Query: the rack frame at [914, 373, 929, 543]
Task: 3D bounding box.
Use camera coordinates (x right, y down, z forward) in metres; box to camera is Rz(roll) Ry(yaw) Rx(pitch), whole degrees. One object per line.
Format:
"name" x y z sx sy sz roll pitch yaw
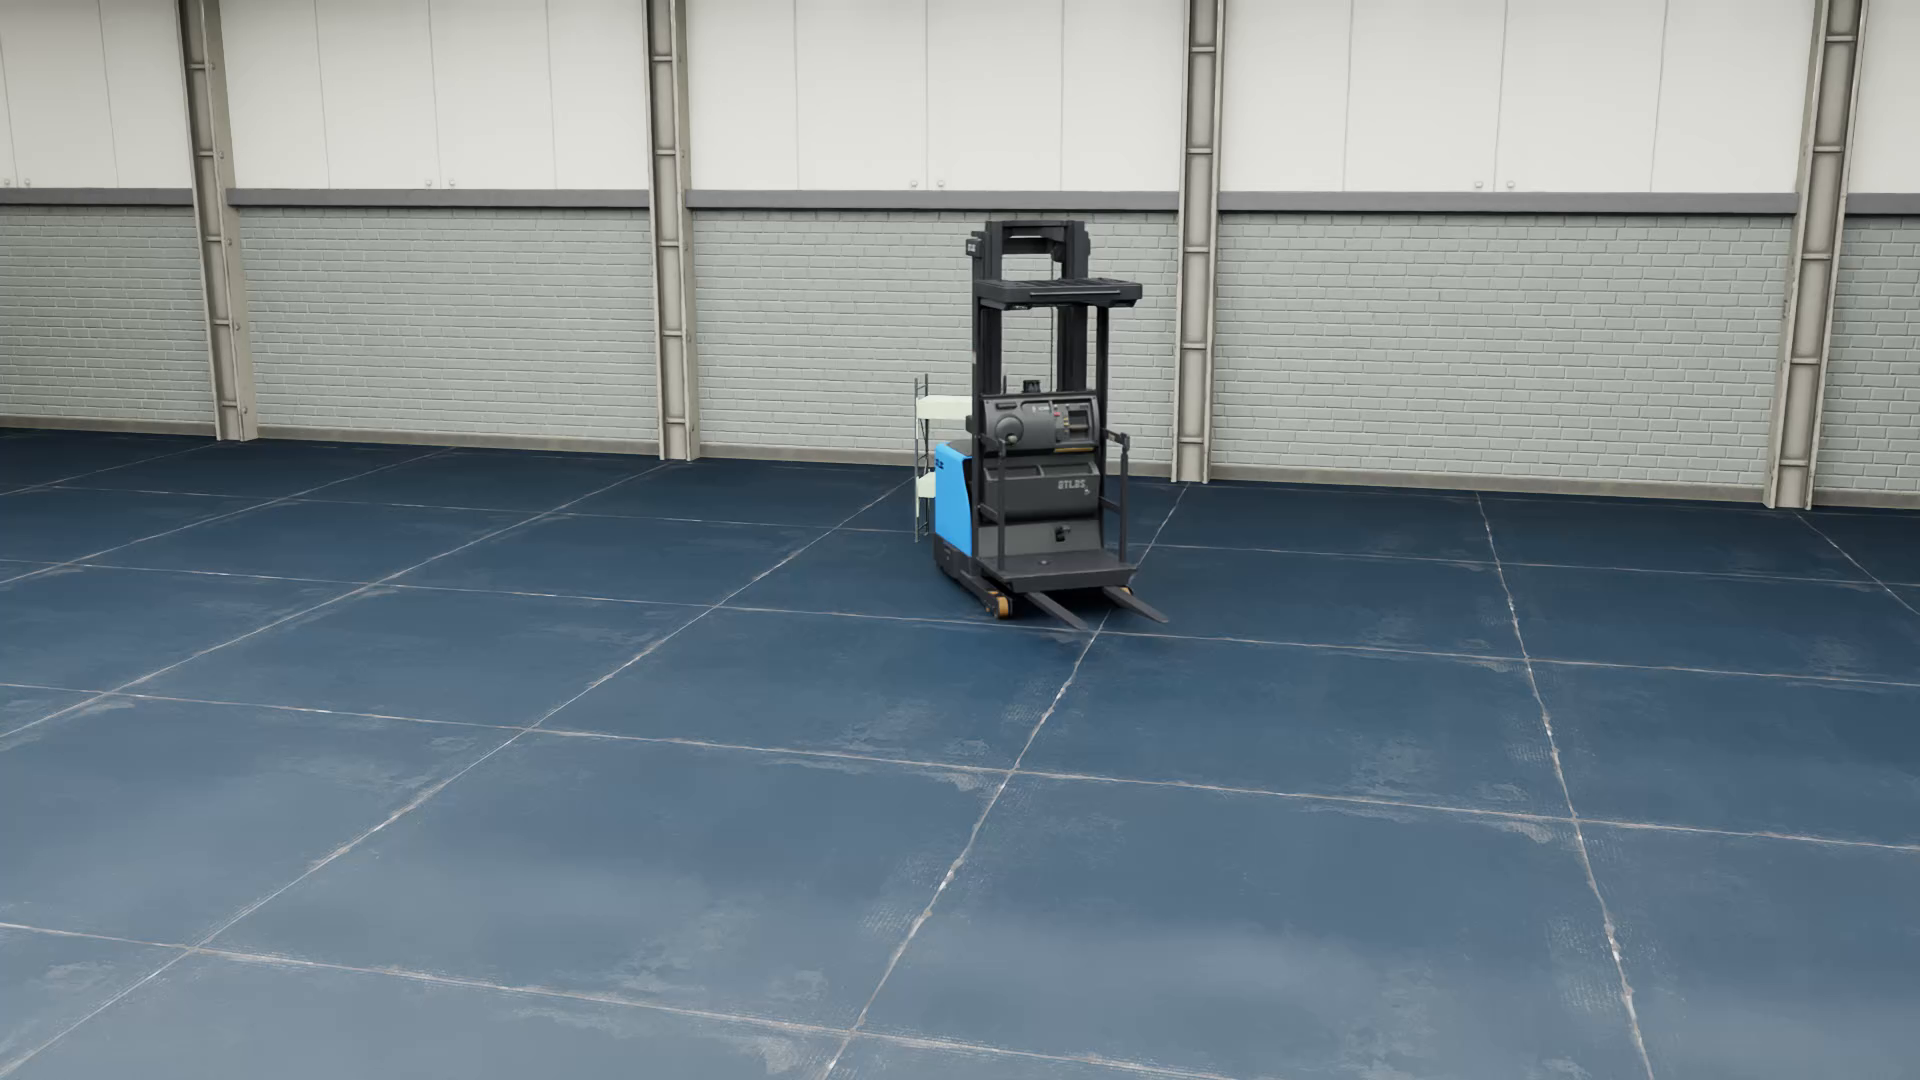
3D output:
"rack frame" -0.349 -0.751 15.172 0.023 1.500 0.400 3 13 14

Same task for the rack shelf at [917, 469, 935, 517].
"rack shelf" 0.006 -0.414 15.157 0.720 0.370 0.431 3 13 14

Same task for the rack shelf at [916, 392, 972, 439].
"rack shelf" 0.006 -1.113 15.001 0.720 0.370 0.431 3 13 14

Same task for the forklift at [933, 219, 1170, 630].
"forklift" 0.700 -0.934 12.694 1.130 2.935 3.031 -4 13 -17

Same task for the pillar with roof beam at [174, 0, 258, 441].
"pillar with roof beam" -10.155 -4.767 15.959 0.400 9.000 9.100 3 13 14

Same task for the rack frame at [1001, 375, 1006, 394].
"rack frame" 0.362 -0.713 15.000 0.023 1.500 0.400 3 13 14

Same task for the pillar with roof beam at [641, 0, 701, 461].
"pillar with roof beam" -4.330 -4.455 14.556 0.400 9.000 9.100 3 13 14

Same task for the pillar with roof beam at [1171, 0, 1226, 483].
"pillar with roof beam" 1.496 -4.144 13.153 0.400 9.000 9.100 3 13 14

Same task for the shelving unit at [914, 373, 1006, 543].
"shelving unit" 0.006 -0.732 15.086 0.755 1.500 0.431 3 13 14

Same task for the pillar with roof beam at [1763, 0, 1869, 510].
"pillar with roof beam" 7.321 -3.833 11.749 0.400 9.000 9.100 3 13 14
